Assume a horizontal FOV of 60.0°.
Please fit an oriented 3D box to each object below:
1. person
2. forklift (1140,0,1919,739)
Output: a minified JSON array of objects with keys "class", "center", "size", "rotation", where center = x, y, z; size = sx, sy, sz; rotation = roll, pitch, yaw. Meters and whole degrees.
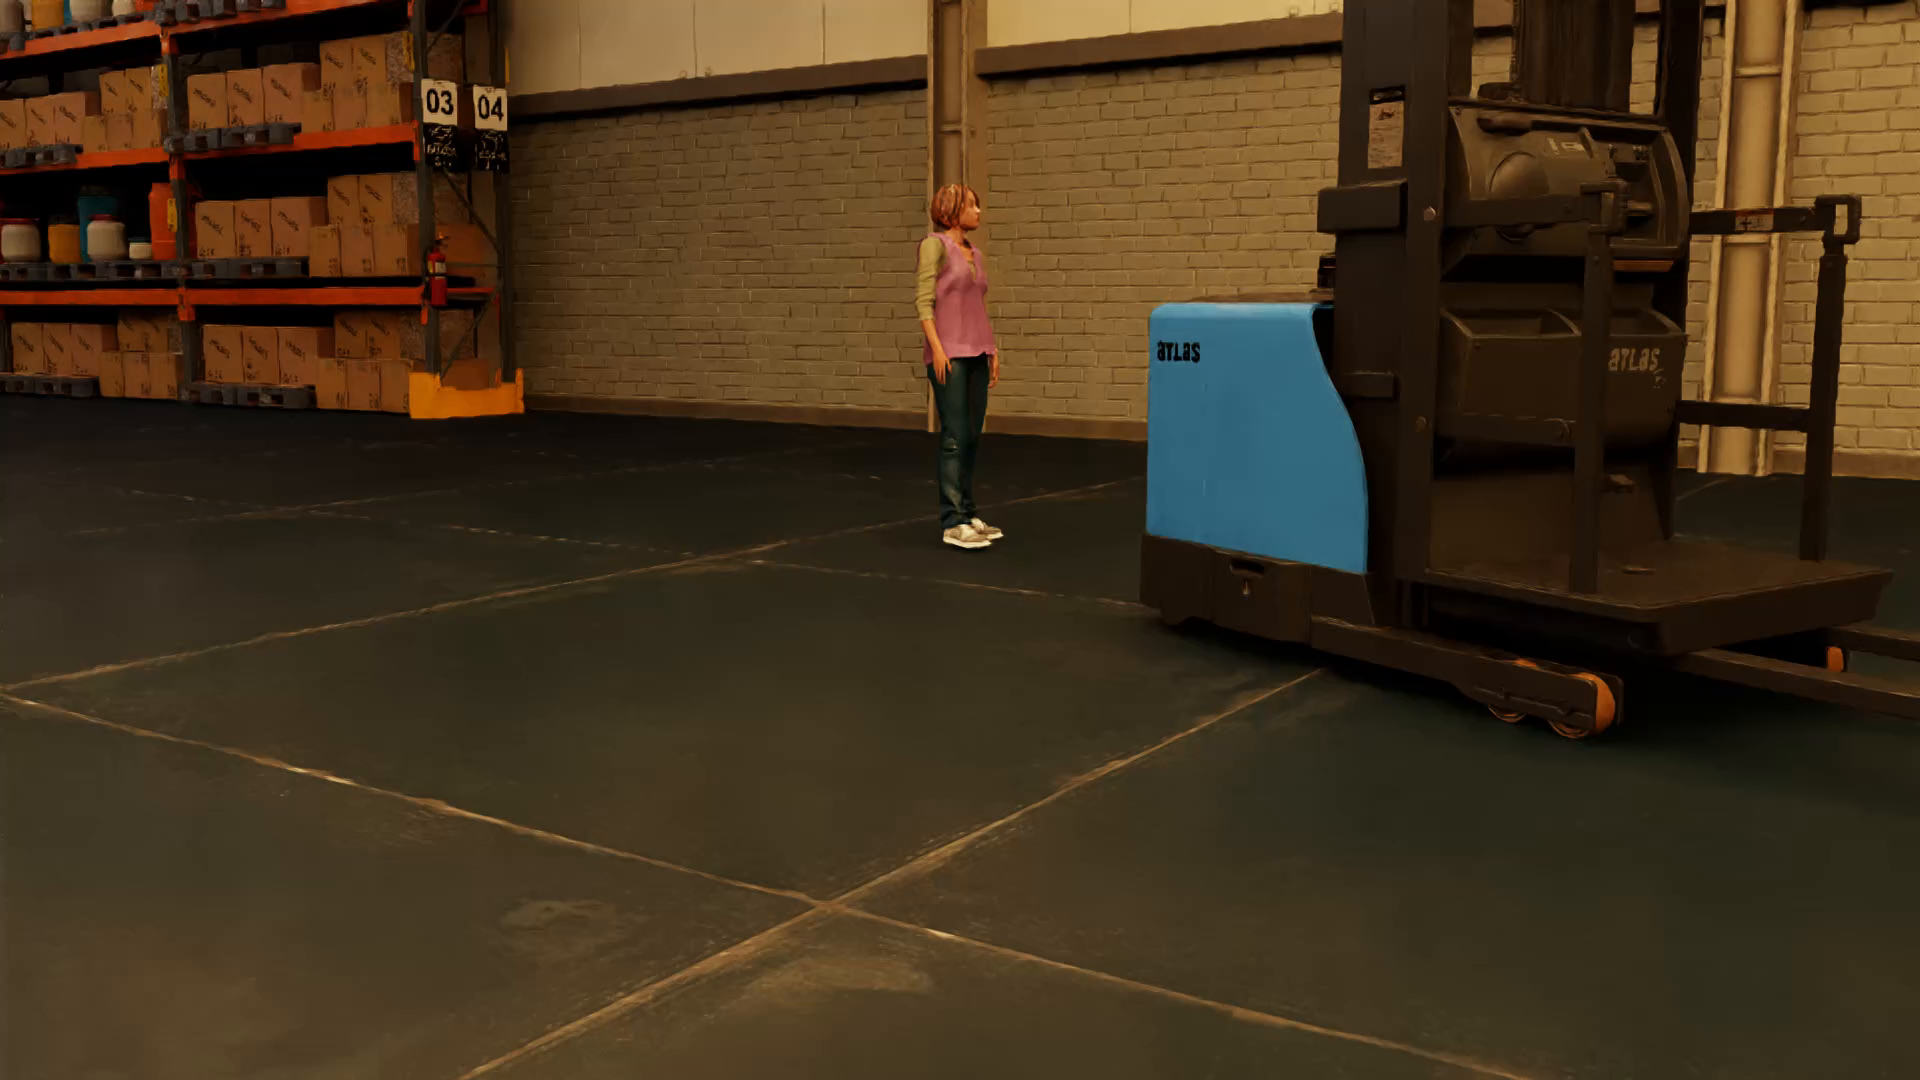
[{"class":"person","center":[0.054,-0.790,7.438],"size":[0.474,1.597,0.520],"rotation":[5,10,34]},{"class":"forklift","center":[1.818,-1.032,4.449],"size":[1.130,2.935,3.031],"rotation":[-5,10,-32]}]
